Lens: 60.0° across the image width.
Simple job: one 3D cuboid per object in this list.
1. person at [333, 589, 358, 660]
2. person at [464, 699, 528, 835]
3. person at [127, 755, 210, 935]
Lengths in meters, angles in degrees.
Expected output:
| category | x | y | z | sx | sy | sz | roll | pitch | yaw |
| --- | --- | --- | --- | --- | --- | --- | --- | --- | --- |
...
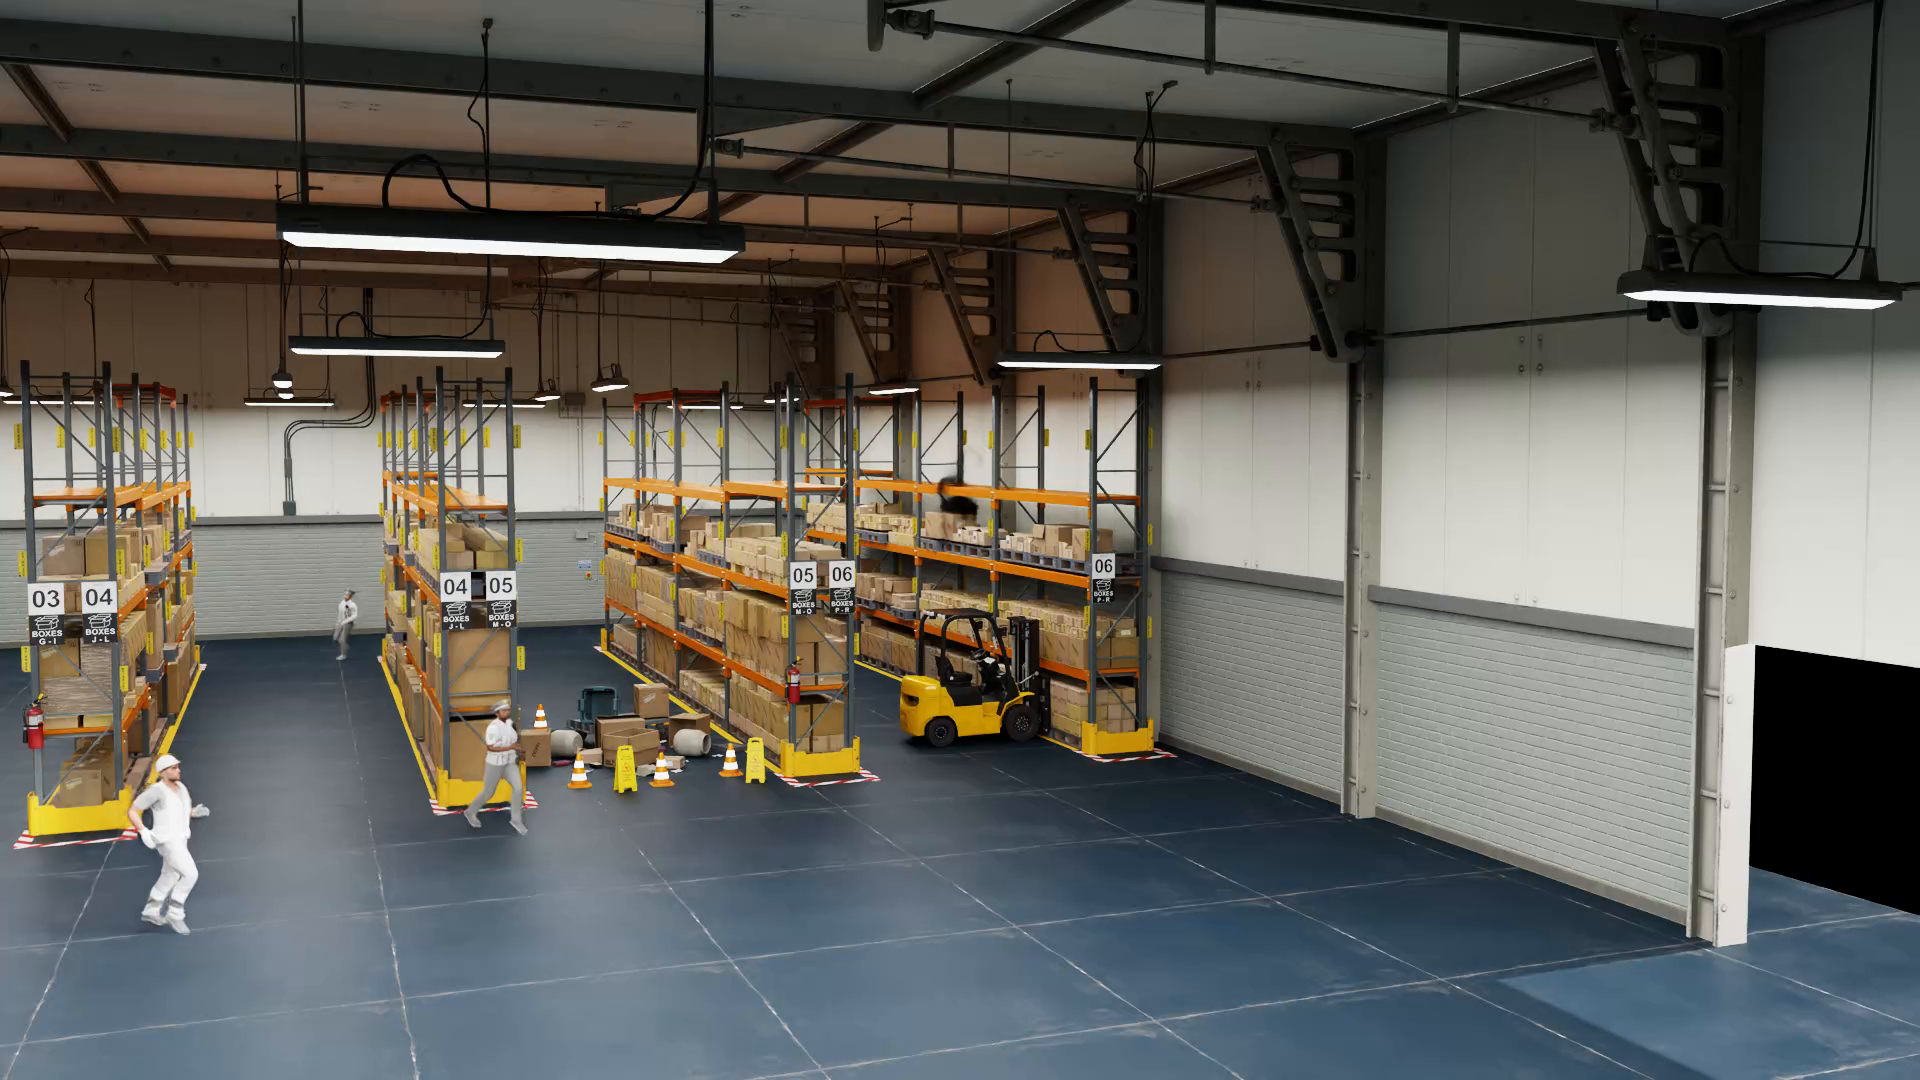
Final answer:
| category | x | y | z | sx | sy | sz | roll | pitch | yaw |
| --- | --- | --- | --- | --- | --- | --- | --- | --- | --- |
| person | -13.950 | 1.914 | 37.739 | 0.647 | 1.635 | 0.507 | 1 | 4 | 21 |
| person | -5.903 | 2.884 | 21.257 | 0.895 | 1.742 | 0.588 | 2 | 4 | 29 |
| person | -8.003 | 3.093 | 16.900 | 0.747 | 1.828 | 0.642 | 0 | 3 | 2 |
